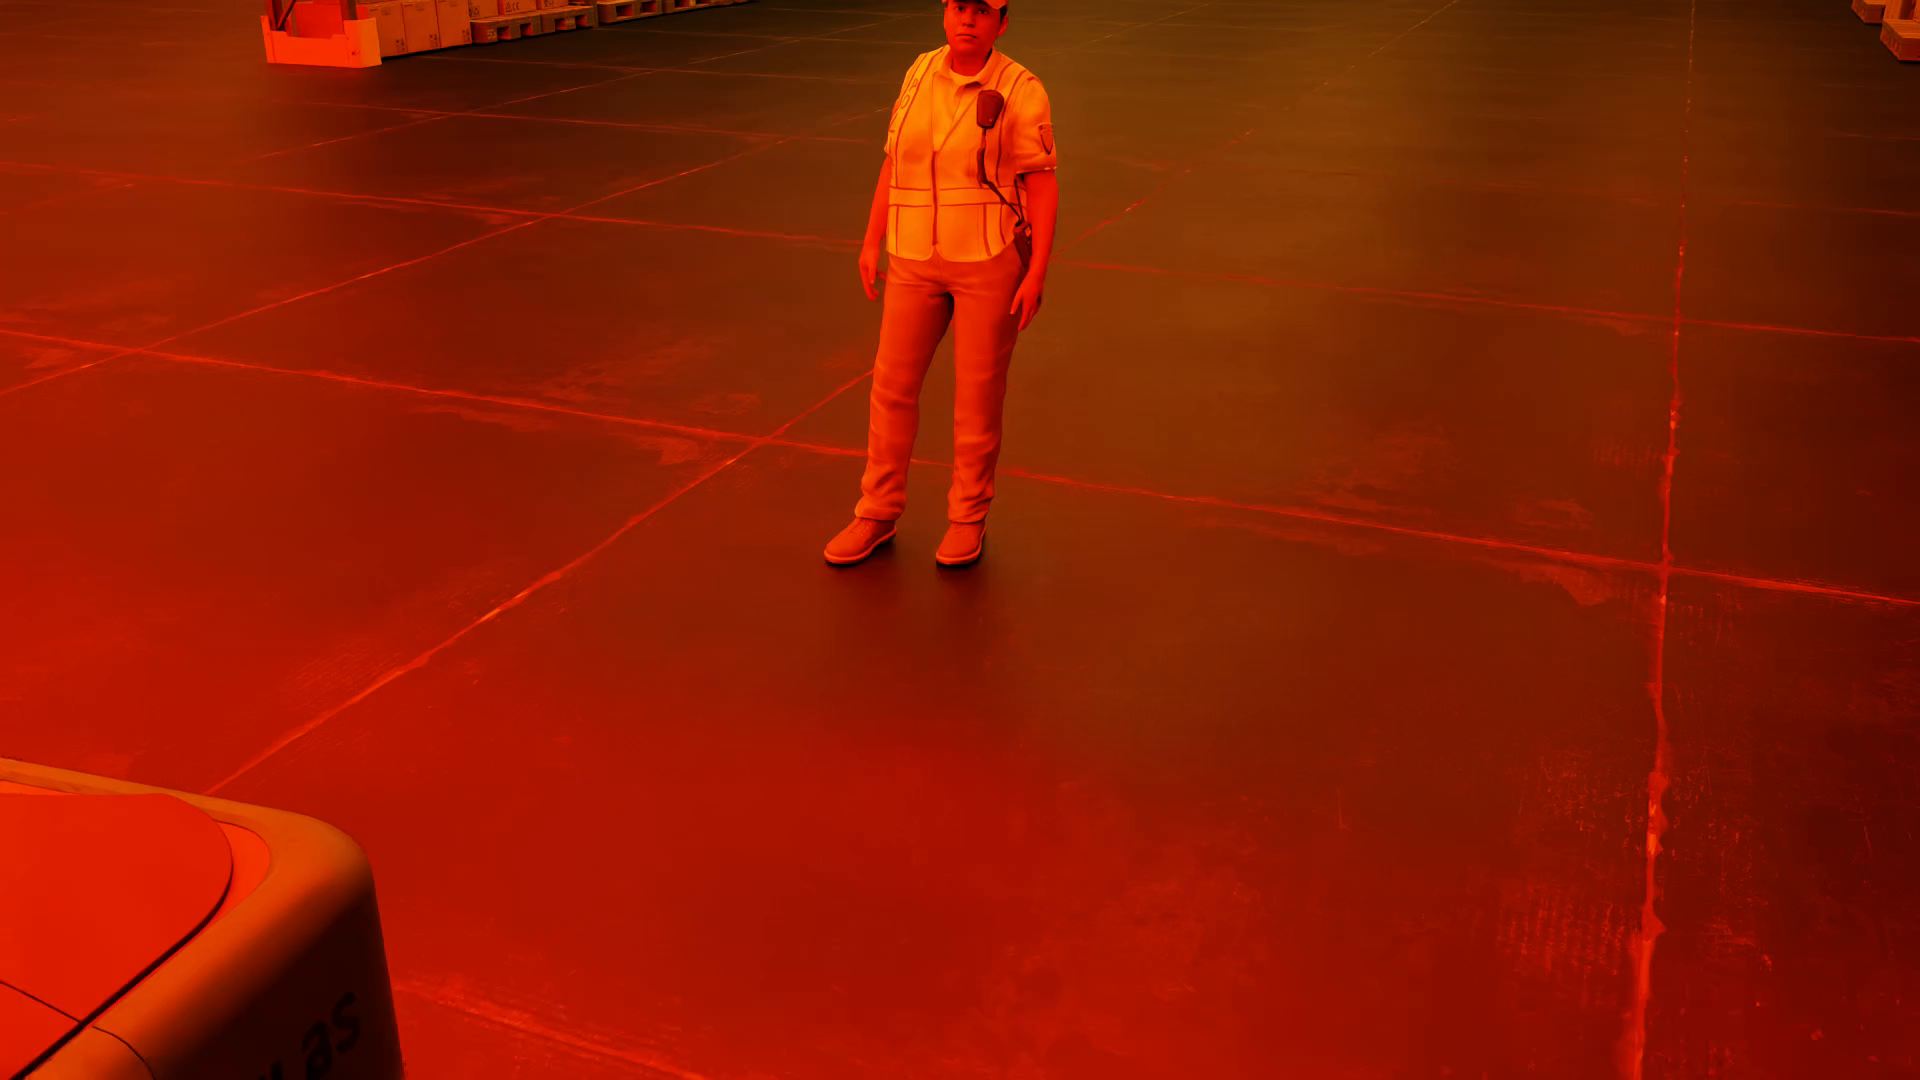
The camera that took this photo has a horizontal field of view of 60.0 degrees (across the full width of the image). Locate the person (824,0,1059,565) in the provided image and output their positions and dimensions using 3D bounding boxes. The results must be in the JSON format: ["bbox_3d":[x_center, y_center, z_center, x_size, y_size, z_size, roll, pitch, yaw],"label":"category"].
[{"bbox_3d":[-0.051,-0.751,4.712,0.598,1.670,0.529,9,24,21],"label":"person"}]
